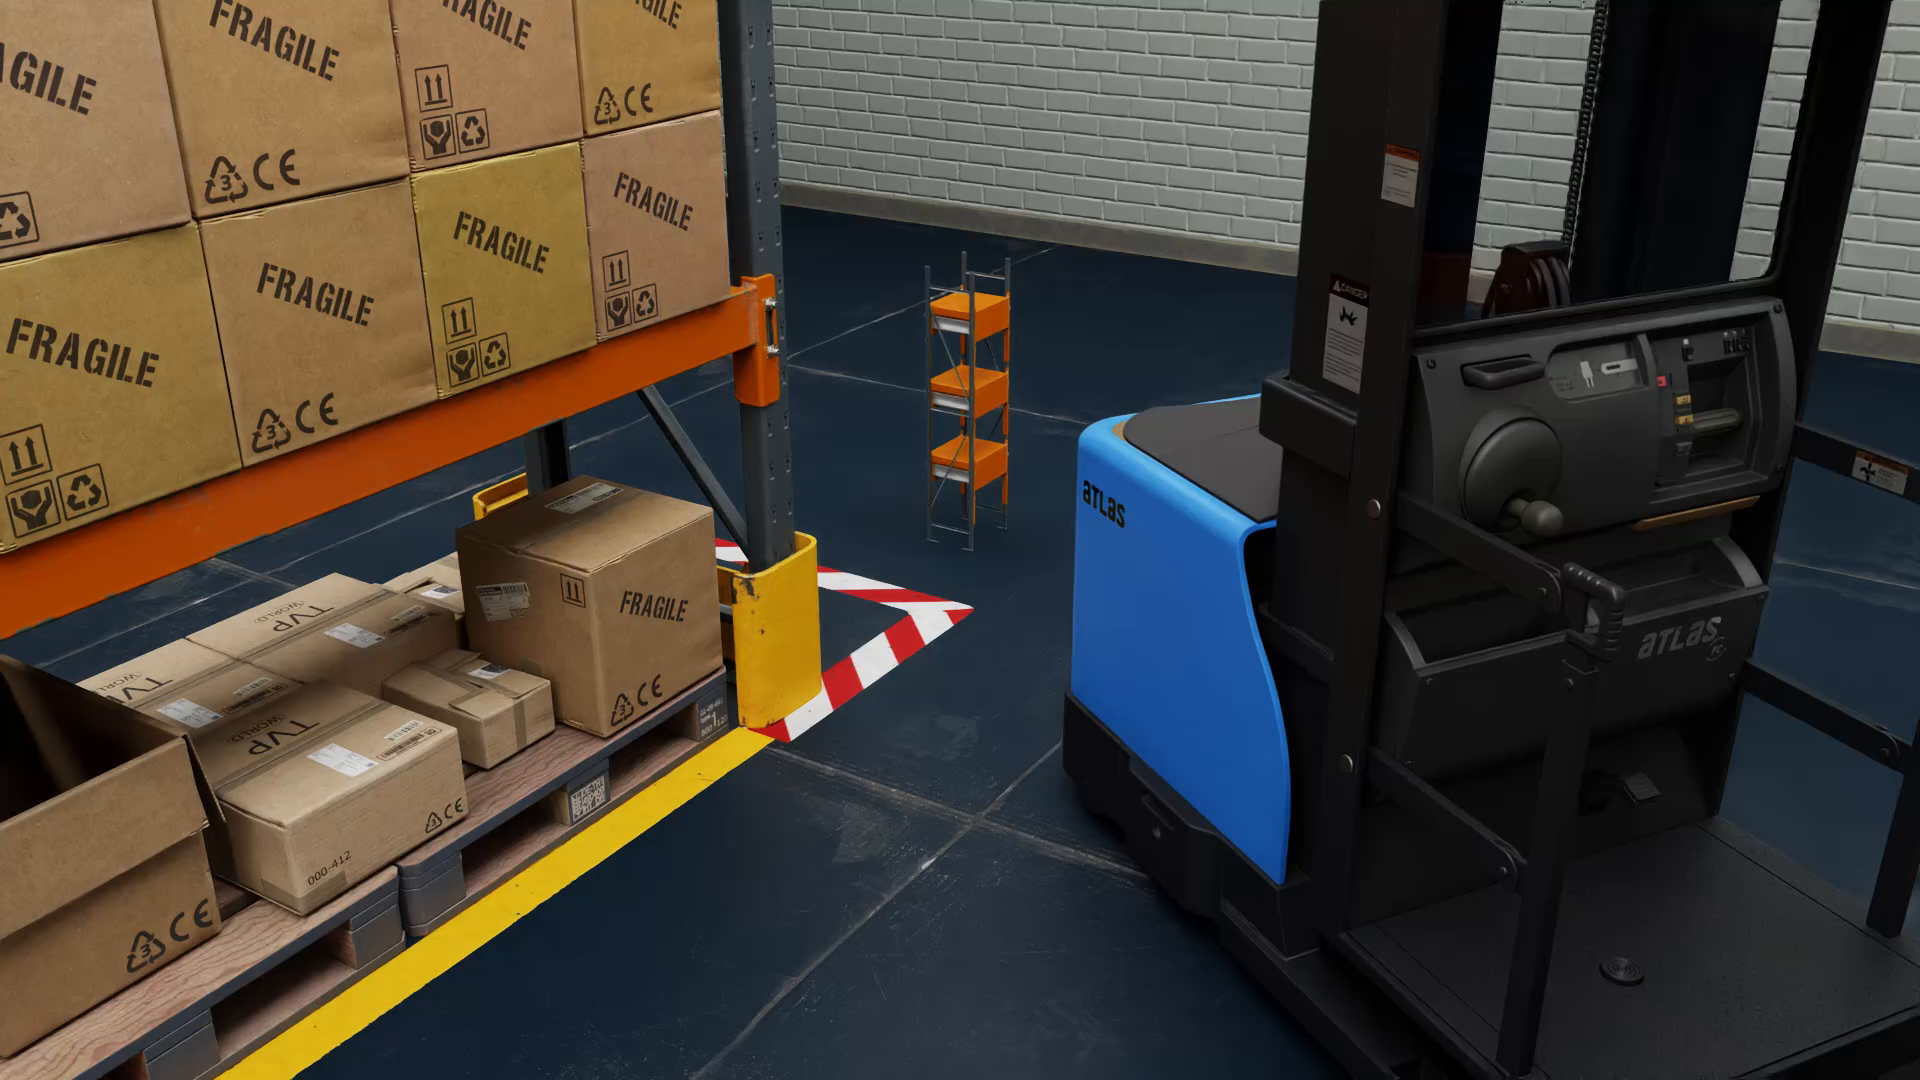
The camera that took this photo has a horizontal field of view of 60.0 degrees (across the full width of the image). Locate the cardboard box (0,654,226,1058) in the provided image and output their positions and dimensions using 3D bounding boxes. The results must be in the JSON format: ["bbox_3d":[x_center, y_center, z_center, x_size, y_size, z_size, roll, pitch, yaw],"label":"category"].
[{"bbox_3d":[-2.076,0.648,3.566,0.797,0.503,0.637,14,27,29],"label":"cardboard box"}]

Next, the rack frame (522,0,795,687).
[{"bbox_3d":[-0.952,-1.011,4.809,1.000,3.000,0.127,14,27,29],"label":"rack frame"}]

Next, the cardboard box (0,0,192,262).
[{"bbox_3d":[-1.760,-0.788,2.909,0.500,0.500,0.500,15,27,31],"label":"cardboard box"}]

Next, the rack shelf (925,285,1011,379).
[{"bbox_3d":[0.028,-0.751,5.975,0.215,0.259,0.240,14,27,29],"label":"rack shelf"}]

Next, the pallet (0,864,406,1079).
[{"bbox_3d":[-2.057,0.974,3.734,1.003,0.211,1.213,14,27,29],"label":"pallet"}]

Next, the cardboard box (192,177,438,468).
[{"bbox_3d":[-1.496,-0.505,3.516,0.500,0.500,0.500,14,27,29],"label":"cardboard box"}]

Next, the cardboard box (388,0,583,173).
[{"bbox_3d":[-1.219,-1.137,3.716,0.500,0.500,0.500,15,27,30],"label":"cardboard box"}]

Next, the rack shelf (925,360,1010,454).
[{"bbox_3d":[0.028,-0.490,6.087,0.215,0.259,0.240,14,27,29],"label":"rack shelf"}]

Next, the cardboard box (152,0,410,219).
[{"bbox_3d":[-1.489,-0.961,3.309,0.500,0.500,0.500,15,27,30],"label":"cardboard box"}]

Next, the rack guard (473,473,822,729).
[{"bbox_3d":[-0.992,0.162,5.246,1.175,0.500,0.348,14,27,29],"label":"rack guard"}]

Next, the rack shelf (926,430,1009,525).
[{"bbox_3d":[0.028,-0.235,6.198,0.215,0.259,0.240,14,27,29],"label":"rack shelf"}]

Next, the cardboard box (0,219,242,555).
[{"bbox_3d":[-1.762,-0.335,3.123,0.500,0.500,0.500,13,27,28],"label":"cardboard box"}]

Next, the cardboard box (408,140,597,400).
[{"bbox_3d":[-1.228,-0.672,3.902,0.500,0.500,0.500,14,27,29],"label":"cardboard box"}]

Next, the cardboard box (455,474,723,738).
[{"bbox_3d":[-1.030,0.170,4.675,0.500,0.500,0.500,14,27,29],"label":"cardboard box"}]

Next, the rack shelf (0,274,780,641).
[{"bbox_3d":[-2.007,-0.005,3.392,1.077,0.370,4.000,14,27,29],"label":"rack shelf"}]

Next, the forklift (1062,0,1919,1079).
[{"bbox_3d":[1.362,-0.214,3.055,1.130,2.935,3.031,-10,26,-23],"label":"forklift"}]

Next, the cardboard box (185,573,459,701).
[{"bbox_3d":[-1.744,0.342,4.591,0.500,0.250,0.500,14,27,29],"label":"cardboard box"}]

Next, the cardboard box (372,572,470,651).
[{"bbox_3d":[-1.597,0.241,4.929,0.380,0.166,0.250,14,27,29],"label":"cardboard box"}]

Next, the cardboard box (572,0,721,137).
[{"bbox_3d":[-0.954,-1.308,4.110,0.500,0.500,0.500,14,27,29],"label":"cardboard box"}]

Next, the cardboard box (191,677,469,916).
[{"bbox_3d":[-1.556,0.599,3.998,0.500,0.250,0.500,14,27,29],"label":"cardboard box"}]

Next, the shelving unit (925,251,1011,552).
[{"bbox_3d":[0.028,-0.500,6.083,0.215,1.050,0.252,14,27,29],"label":"shelving unit"}]

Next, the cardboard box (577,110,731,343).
[{"bbox_3d":[-0.957,-0.848,4.308,0.500,0.500,0.500,15,27,31],"label":"cardboard box"}]

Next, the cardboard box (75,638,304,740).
[{"bbox_3d":[-2.008,0.511,4.201,0.500,0.250,0.500,14,27,29],"label":"cardboard box"}]

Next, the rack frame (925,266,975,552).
[{"bbox_3d":[-0.036,-0.459,5.988,0.200,1.050,0.008,14,27,29],"label":"rack frame"}]

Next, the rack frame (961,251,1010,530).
[{"bbox_3d":[0.093,-0.541,6.178,0.200,1.050,0.008,14,27,29],"label":"rack frame"}]

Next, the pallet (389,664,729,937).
[{"bbox_3d":[-1.412,0.564,4.682,1.003,0.211,1.213,14,27,29],"label":"pallet"}]

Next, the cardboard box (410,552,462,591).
[{"bbox_3d":[-1.465,0.165,5.128,0.380,0.149,0.250,14,27,29],"label":"cardboard box"}]

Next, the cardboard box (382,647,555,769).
[{"bbox_3d":[-1.320,0.441,4.469,0.380,0.166,0.250,14,27,29],"label":"cardboard box"}]
